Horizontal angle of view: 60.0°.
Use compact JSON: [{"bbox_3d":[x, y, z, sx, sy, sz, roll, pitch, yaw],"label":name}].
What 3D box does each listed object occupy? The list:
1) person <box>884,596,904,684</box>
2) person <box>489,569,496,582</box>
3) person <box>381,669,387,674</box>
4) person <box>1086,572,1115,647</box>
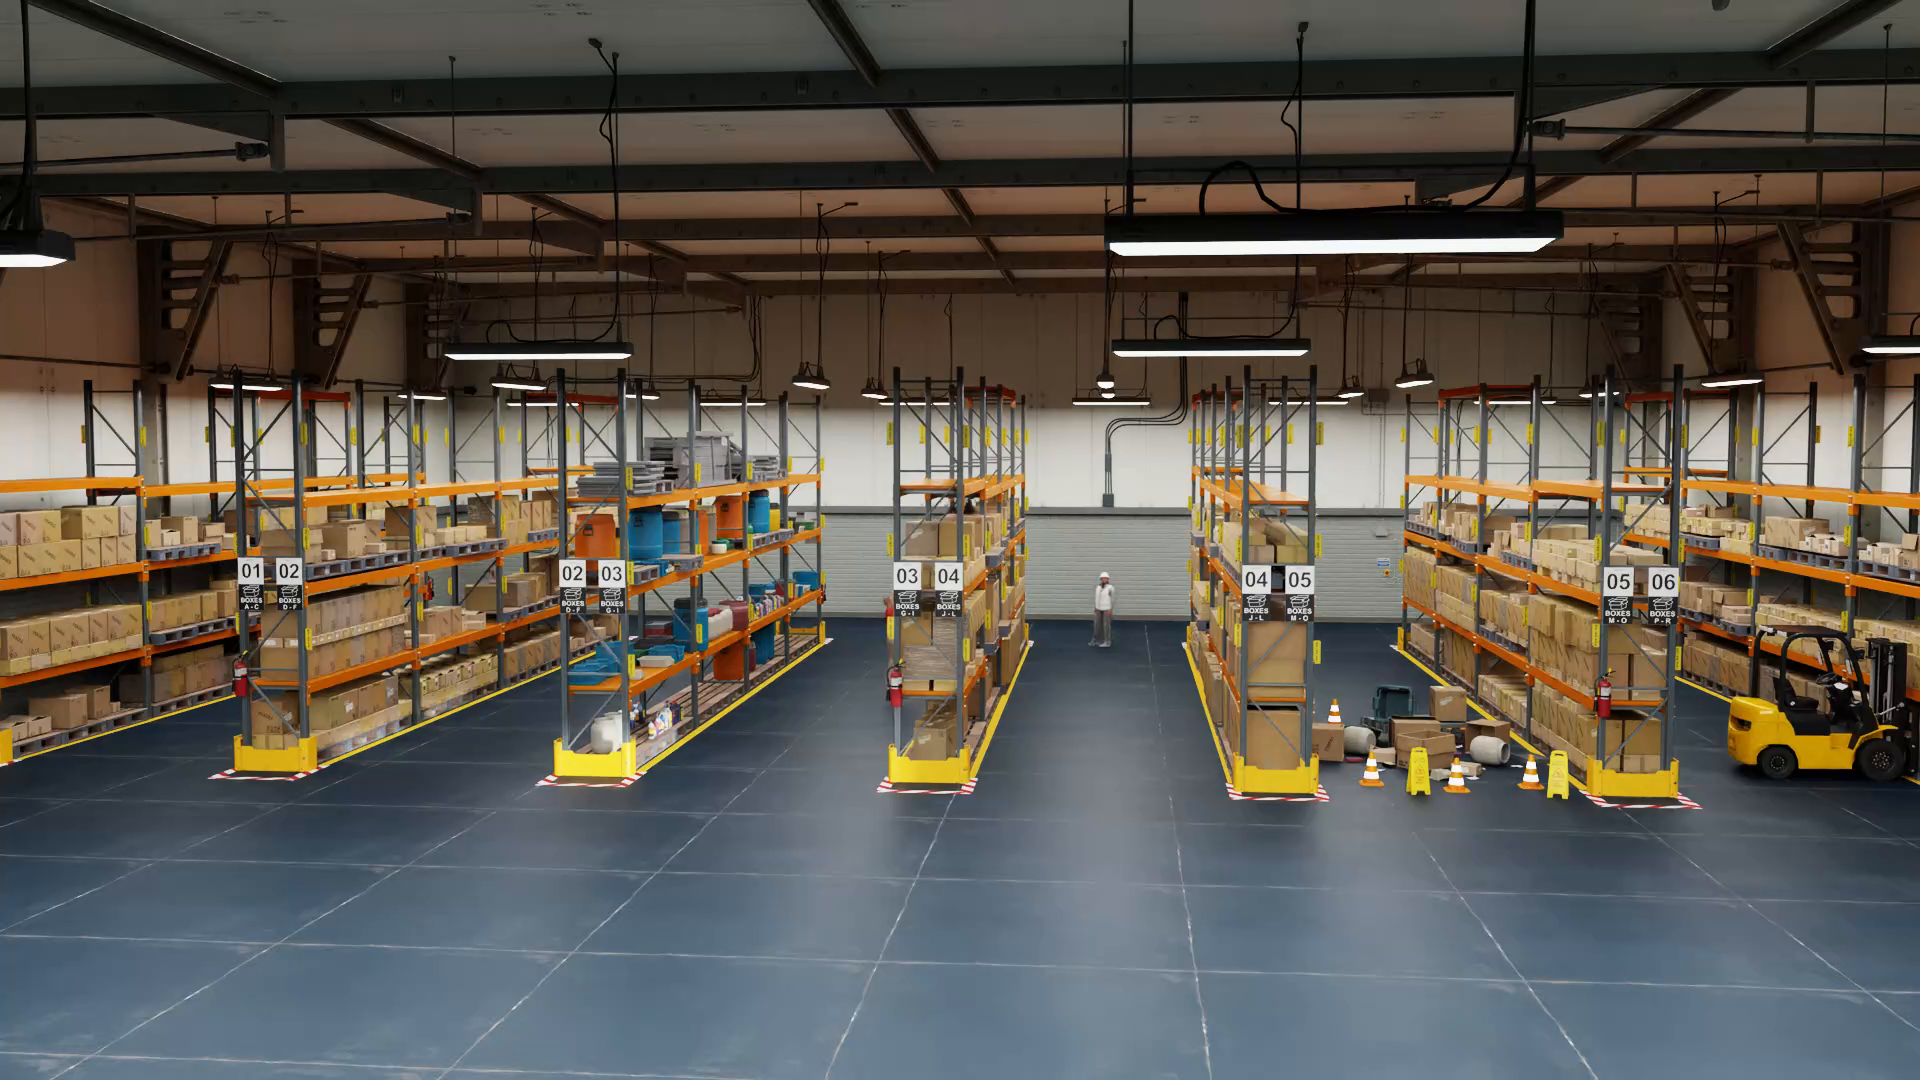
[{"bbox_3d":[-1.192,1.909,31.328,0.446,1.700,0.568,-1,4,-19],"label":"person"},{"bbox_3d":[-11.945,1.548,42.703,0.577,1.613,0.478,1,4,14],"label":"person"},{"bbox_3d":[-11.761,2.058,33.586,0.570,1.732,0.476,-3,5,-43],"label":"person"},{"bbox_3d":[3.362,1.657,39.618,0.394,1.791,0.725,-3,4,-35],"label":"person"}]
